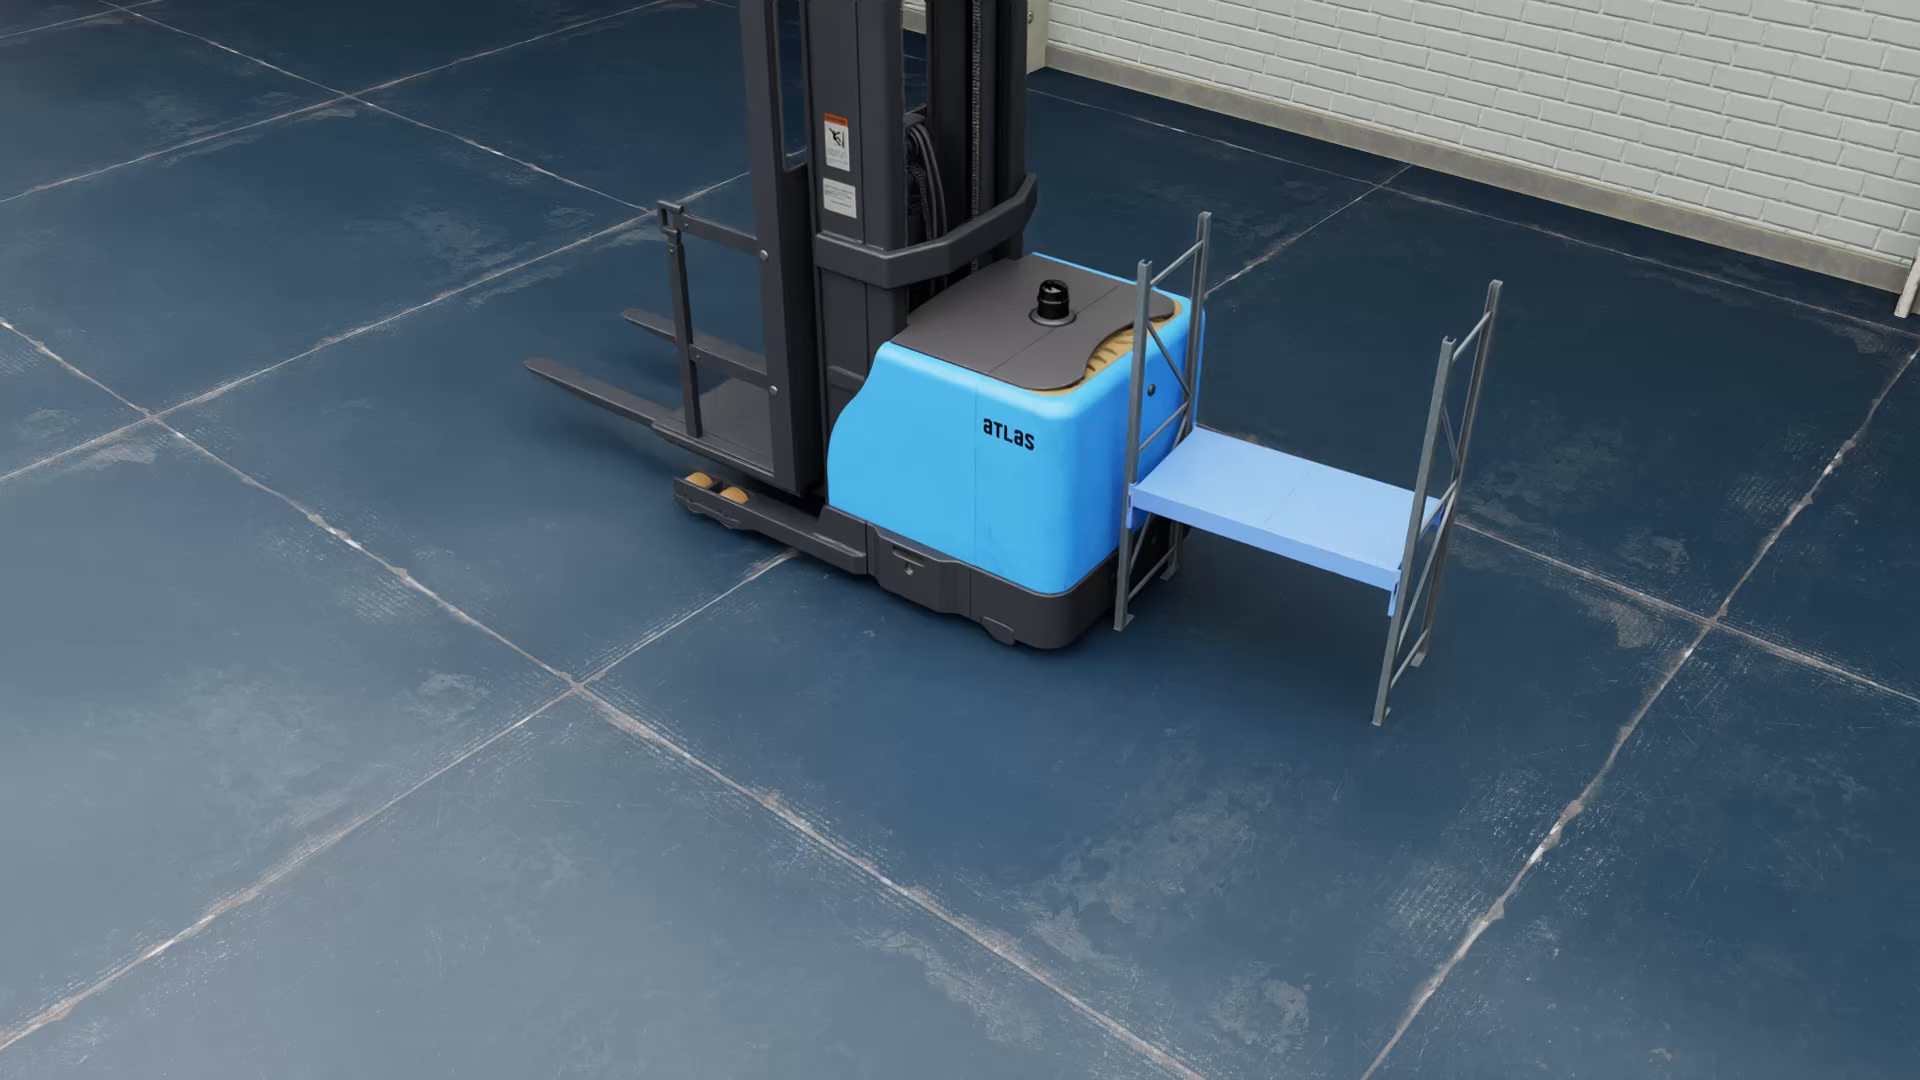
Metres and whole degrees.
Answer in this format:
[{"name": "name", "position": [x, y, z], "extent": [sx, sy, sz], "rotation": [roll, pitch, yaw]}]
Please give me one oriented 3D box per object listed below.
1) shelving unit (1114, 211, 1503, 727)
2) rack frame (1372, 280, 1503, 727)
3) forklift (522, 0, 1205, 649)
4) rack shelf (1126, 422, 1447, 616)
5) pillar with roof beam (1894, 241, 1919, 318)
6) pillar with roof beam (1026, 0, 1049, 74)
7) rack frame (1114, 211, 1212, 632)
[{"name": "shelving unit", "position": [1.155, -0.242, 5.778], "extent": [1.048, 1.500, 0.538], "rotation": [20, 39, 26]}, {"name": "rack frame", "position": [1.585, -0.089, 5.555], "extent": [0.032, 1.500, 0.500], "rotation": [20, 39, 26]}, {"name": "forklift", "position": [-0.567, -1.473, 6.306], "extent": [3.031, 2.935, 1.130], "rotation": [23, 40, 29]}, {"name": "rack shelf", "position": [1.155, -0.094, 5.880], "extent": [1.000, 0.185, 0.538], "rotation": [20, 39, 26]}, {"name": "pillar with roof beam", "position": [2.217, -2.970, 3.126], "extent": [0.400, 9.000, 9.100], "rotation": [25, 42, 32]}, {"name": "pillar with roof beam", "position": [-2.394, -5.144, 6.291], "extent": [0.400, 9.000, 9.100], "rotation": [25, 42, 32]}, {"name": "rack frame", "position": [0.724, -0.396, 6.001], "extent": [0.032, 1.500, 0.500], "rotation": [20, 39, 26]}]
